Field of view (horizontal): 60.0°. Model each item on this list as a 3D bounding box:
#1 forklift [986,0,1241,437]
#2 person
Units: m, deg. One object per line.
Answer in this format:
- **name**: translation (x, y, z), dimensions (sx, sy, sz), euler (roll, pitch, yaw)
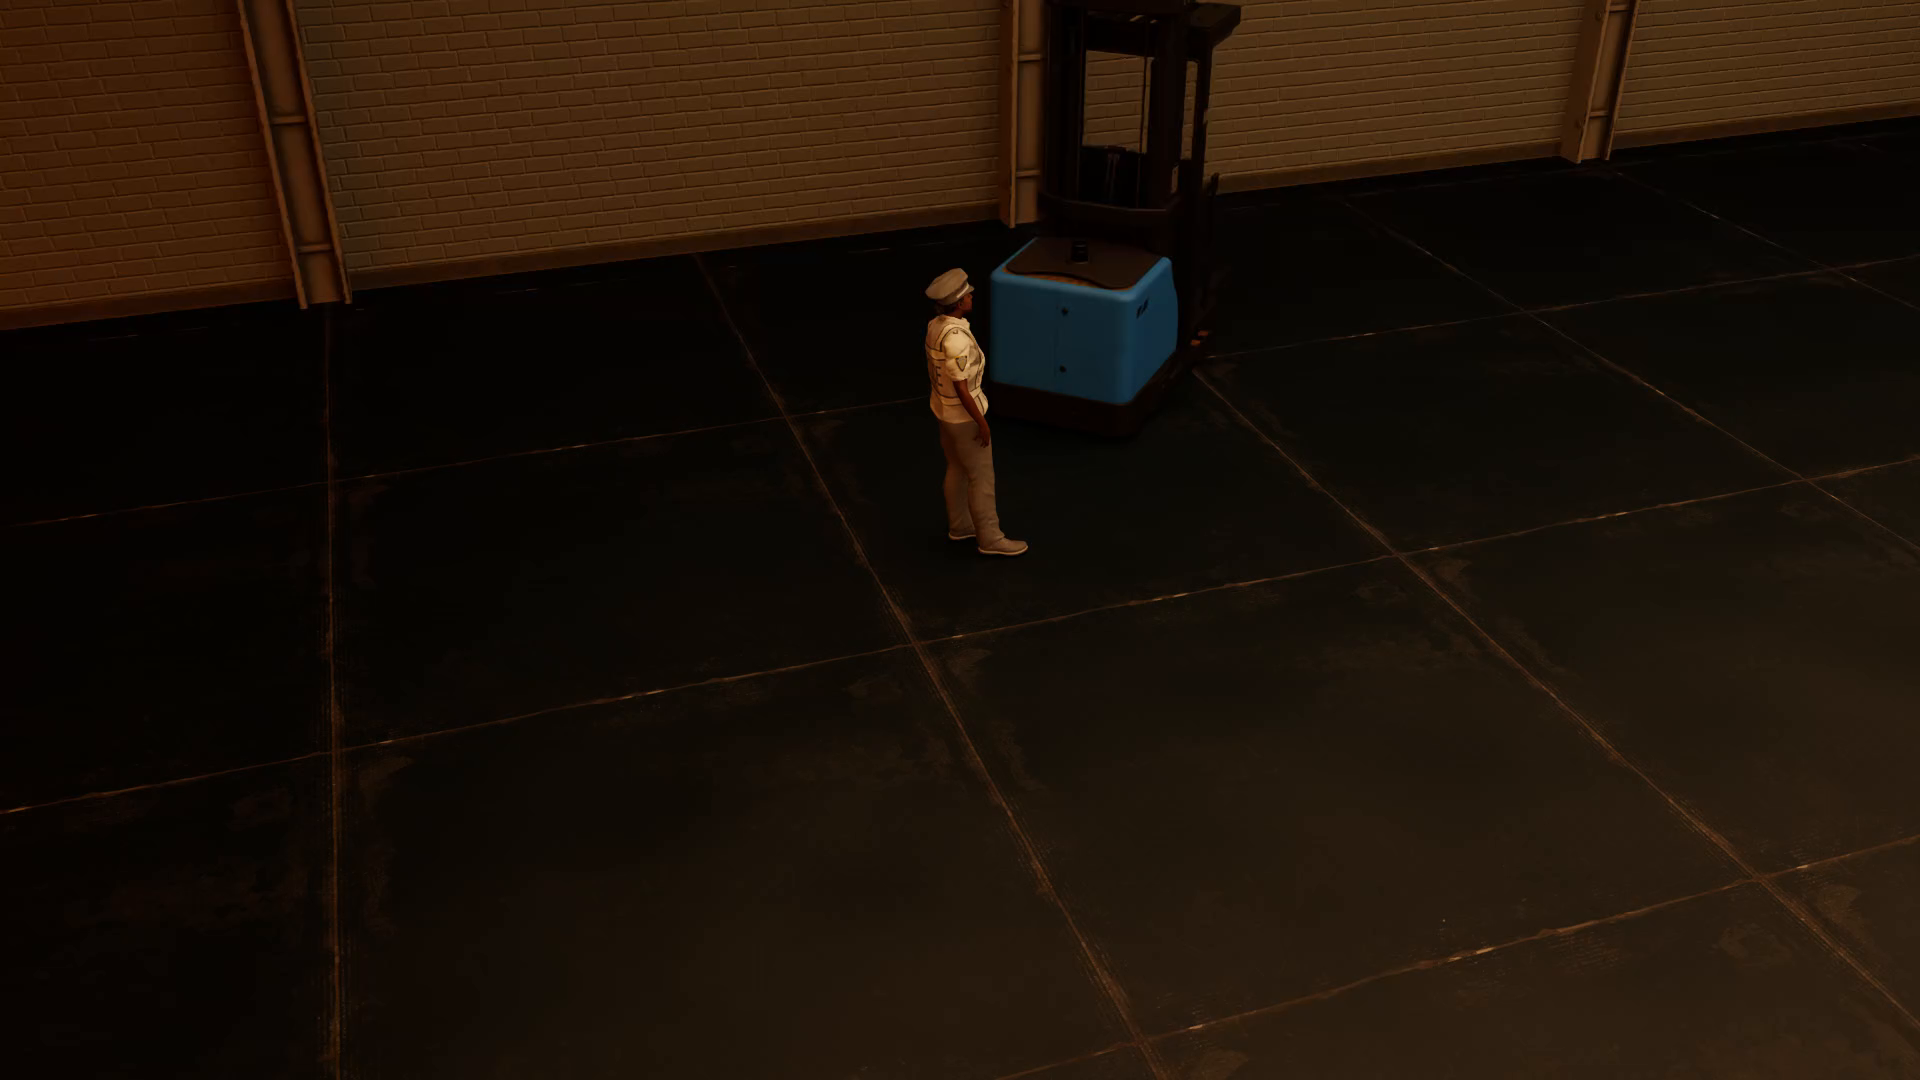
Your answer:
- **forklift**: translation (1.252, -2.668, 11.723), dimensions (1.130, 2.935, 3.031), euler (13, 32, 21)
- **person**: translation (0.077, -0.743, 9.604), dimensions (0.529, 1.694, 0.569), euler (-10, 31, -16)
